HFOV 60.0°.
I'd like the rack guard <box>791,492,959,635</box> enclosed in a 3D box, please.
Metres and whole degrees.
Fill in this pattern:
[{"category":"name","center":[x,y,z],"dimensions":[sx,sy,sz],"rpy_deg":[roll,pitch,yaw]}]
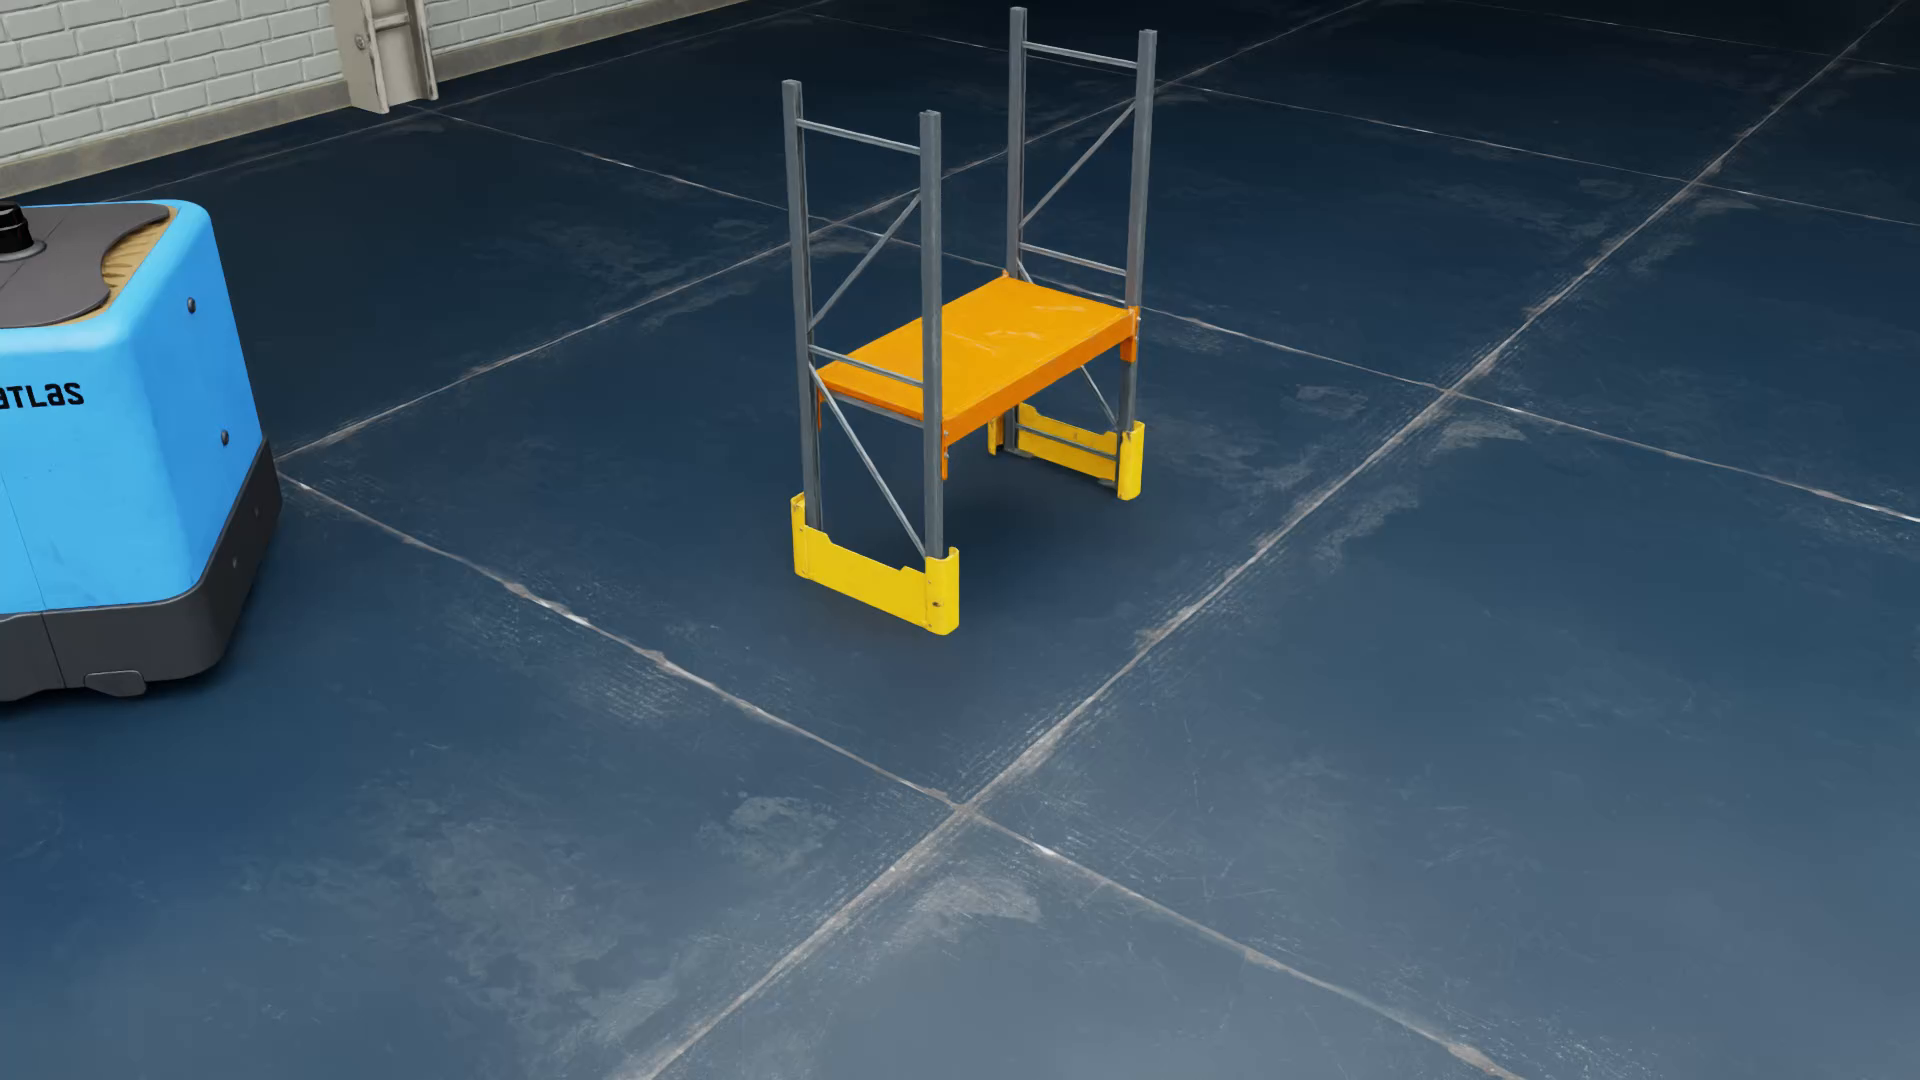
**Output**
[{"category":"rack guard","center":[-0.255,0.064,4.897],"dimensions":[0.587,0.250,0.087],"rpy_deg":[21,37,31]}]

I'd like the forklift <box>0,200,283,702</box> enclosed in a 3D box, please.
[{"category":"forklift","center":[-3.588,-0.978,4.025],"dimensions":[3.031,2.935,1.130],"rpy_deg":[-5,31,-8]}]

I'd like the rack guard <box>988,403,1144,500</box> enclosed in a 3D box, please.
[{"category":"rack guard","center":[0.347,-0.341,5.580],"dimensions":[0.587,0.250,0.087],"rpy_deg":[21,37,31]}]

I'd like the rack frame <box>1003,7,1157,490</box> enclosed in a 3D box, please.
[{"category":"rack frame","center":[0.358,-0.887,5.275],"dimensions":[0.500,1.500,0.032],"rpy_deg":[21,37,31]}]

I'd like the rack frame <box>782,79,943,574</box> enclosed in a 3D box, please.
[{"category":"rack frame","center":[-0.255,-0.473,4.577],"dimensions":[0.500,1.500,0.032],"rpy_deg":[21,37,31]}]

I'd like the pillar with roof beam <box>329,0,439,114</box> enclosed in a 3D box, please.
[{"category":"pillar with roof beam","center":[0.213,-5.042,4.930],"dimensions":[9.100,9.000,0.400],"rpy_deg":[21,37,31]}]

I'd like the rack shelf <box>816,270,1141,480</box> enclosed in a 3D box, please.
[{"category":"rack shelf","center":[0.051,-0.525,5.018],"dimensions":[0.538,0.185,1.000],"rpy_deg":[21,37,31]}]

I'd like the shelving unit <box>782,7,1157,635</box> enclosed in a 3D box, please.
[{"category":"shelving unit","center":[0.046,-0.676,4.920],"dimensions":[0.587,1.500,1.083],"rpy_deg":[21,37,31]}]
